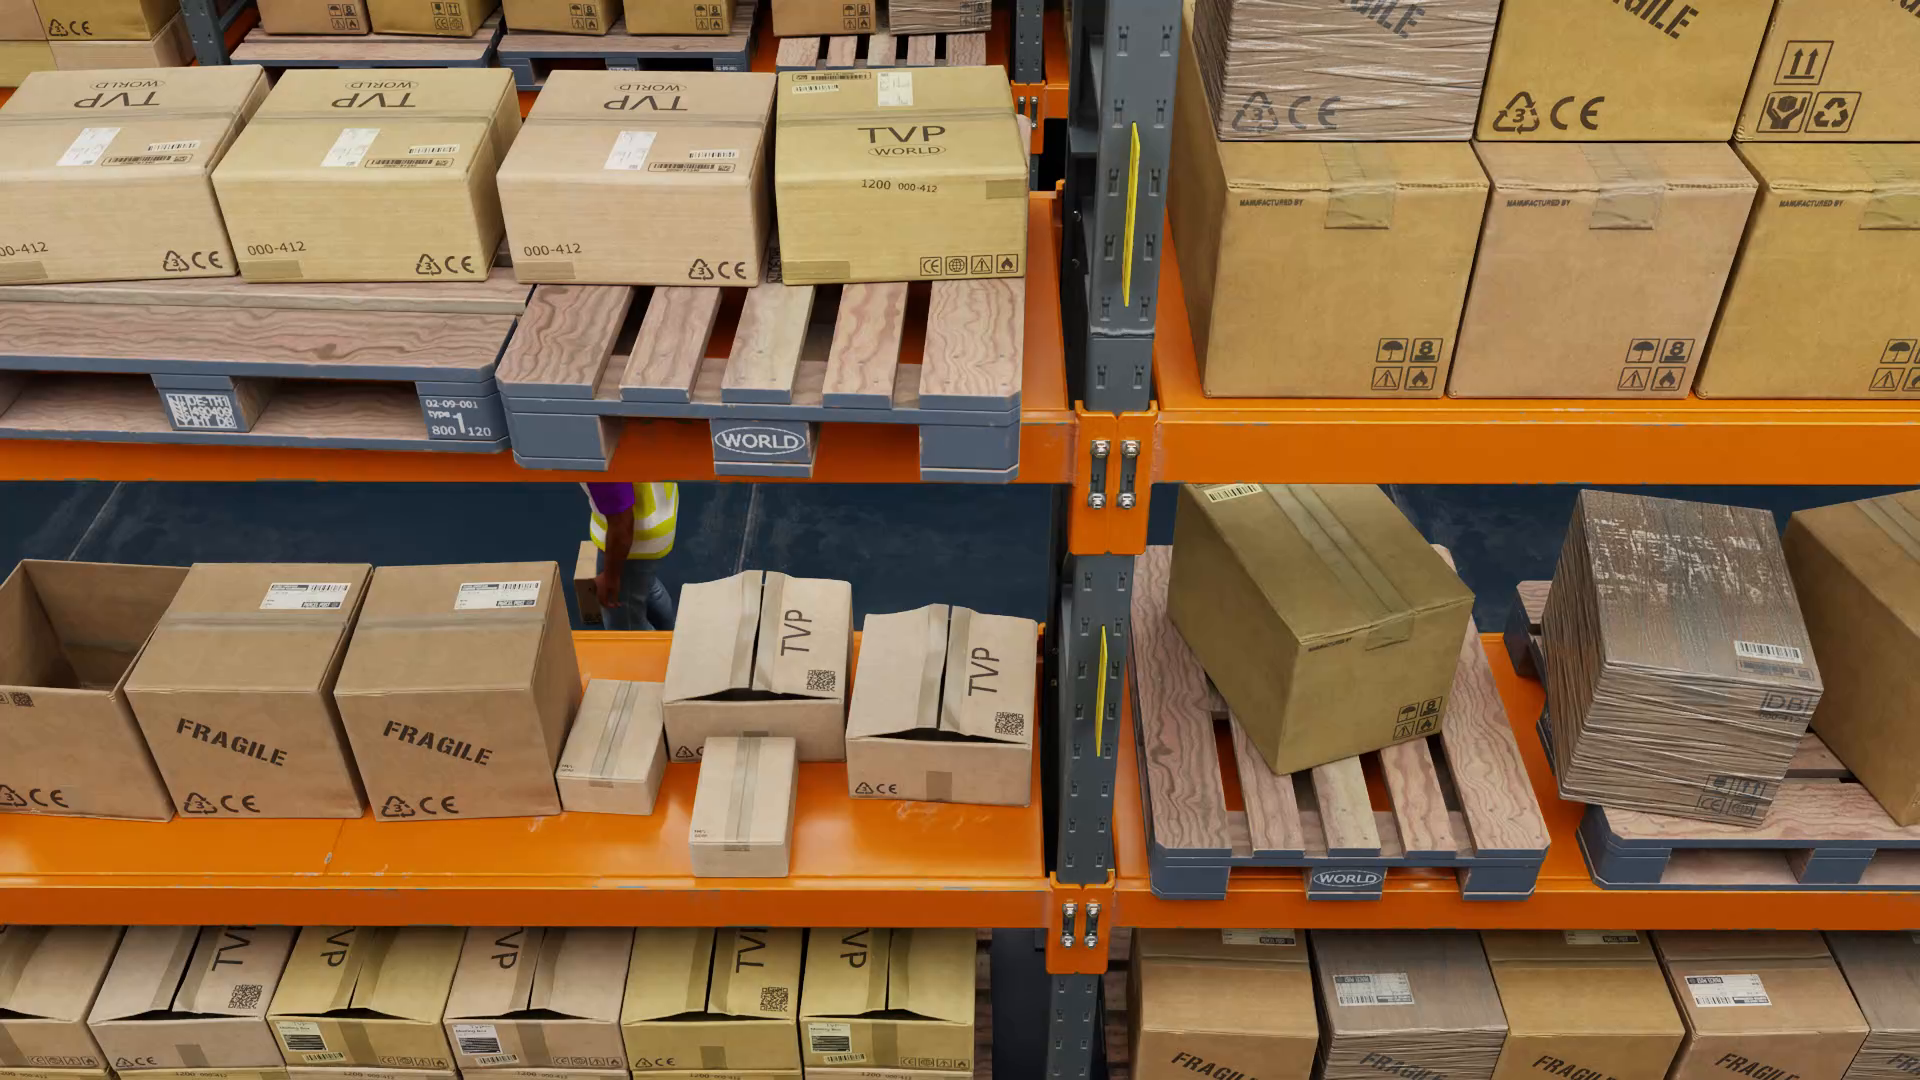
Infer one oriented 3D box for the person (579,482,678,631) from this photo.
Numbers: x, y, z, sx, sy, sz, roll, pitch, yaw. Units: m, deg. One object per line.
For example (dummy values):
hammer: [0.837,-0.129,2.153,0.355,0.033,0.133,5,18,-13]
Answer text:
person: [-1.269,-0.048,6.199,0.455,1.760,0.635,-2,39,-2]
